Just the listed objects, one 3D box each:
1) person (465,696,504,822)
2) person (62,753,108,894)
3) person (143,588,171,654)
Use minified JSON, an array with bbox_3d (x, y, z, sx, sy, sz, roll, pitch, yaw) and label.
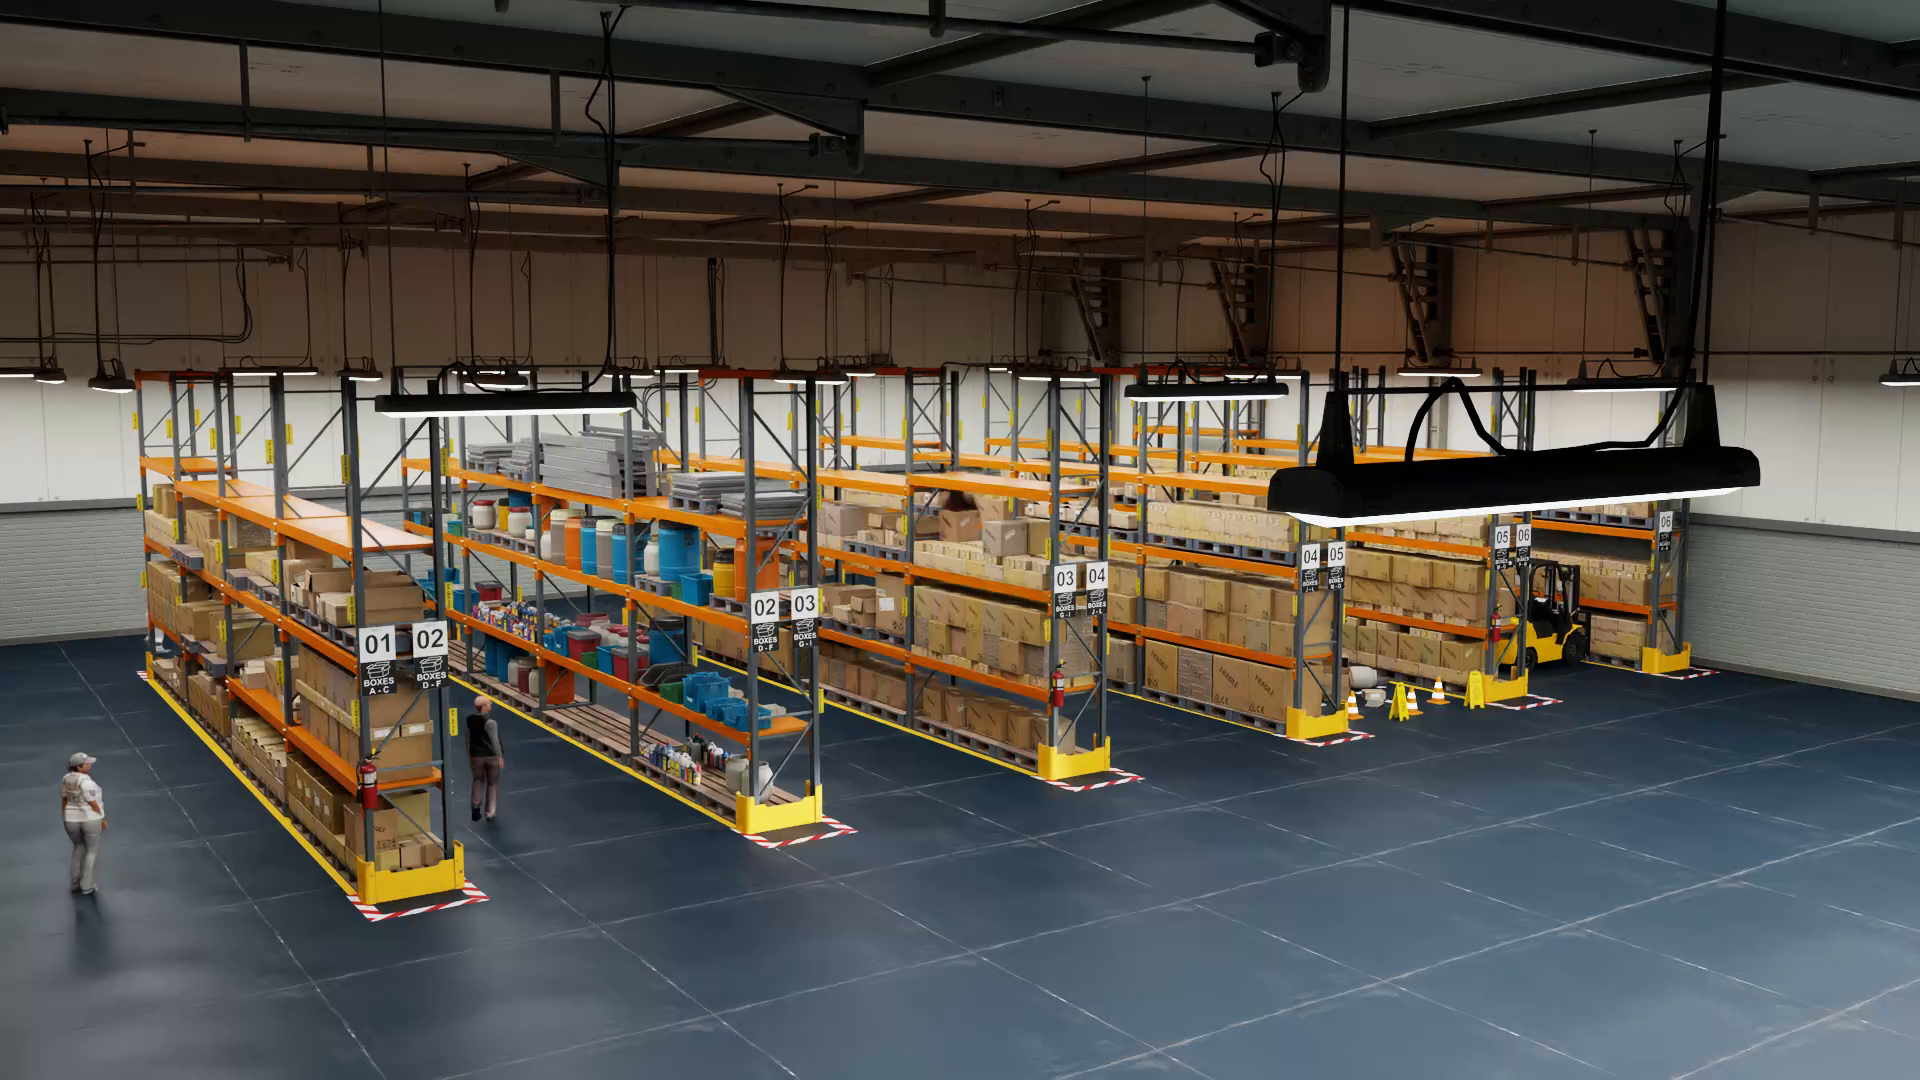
[{"bbox_3d":[-6.414,2.939,22.397,0.533,1.713,0.481,0,6,0],"label":"person"},{"bbox_3d":[-10.256,3.317,19.495,0.511,1.700,0.466,0,6,-1],"label":"person"},{"bbox_3d":[-16.866,1.503,34.864,0.525,1.781,0.587,-3,7,-27],"label":"person"}]
